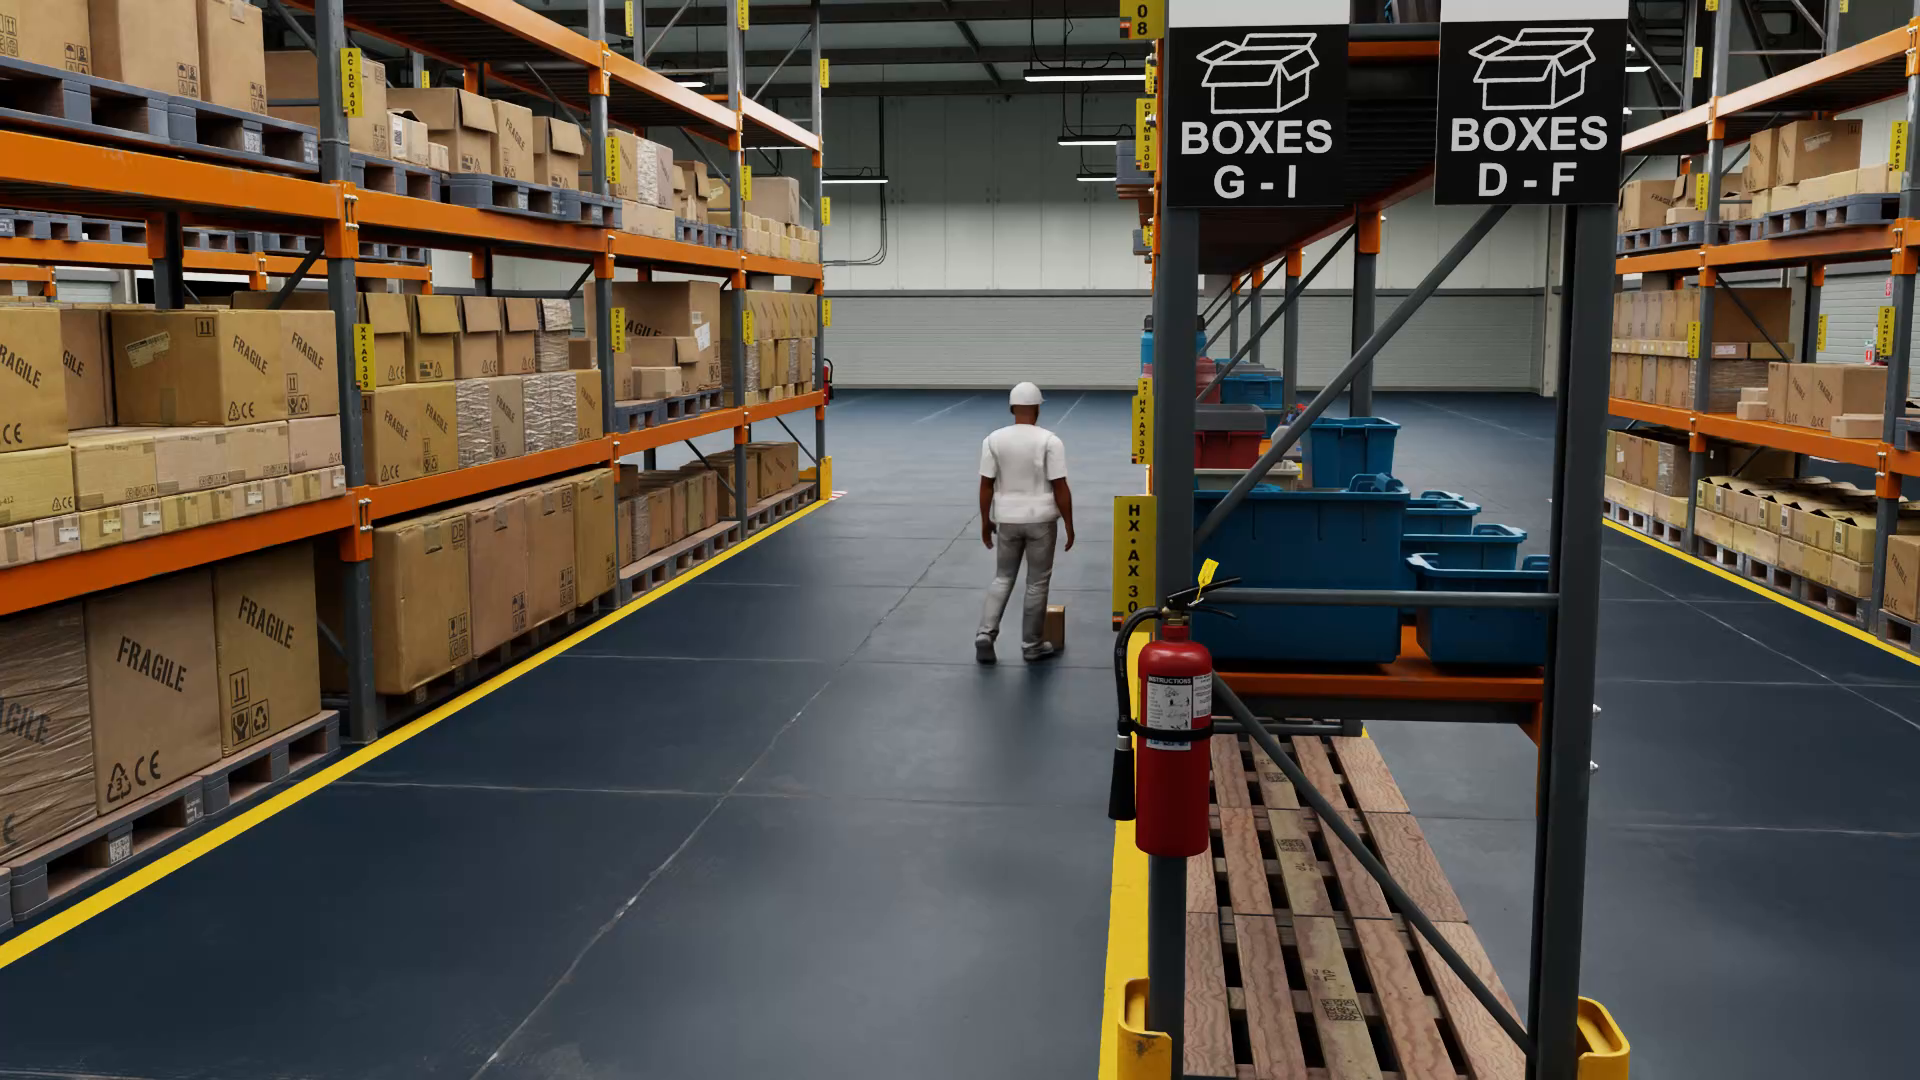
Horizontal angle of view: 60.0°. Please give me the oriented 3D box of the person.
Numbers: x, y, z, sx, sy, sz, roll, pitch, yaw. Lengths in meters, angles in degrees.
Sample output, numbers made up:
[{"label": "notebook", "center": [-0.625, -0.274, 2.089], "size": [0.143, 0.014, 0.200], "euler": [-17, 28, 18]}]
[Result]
[{"label": "person", "center": [0.432, -0.100, 10.527], "size": [0.600, 1.791, 0.525], "euler": [3, 8, 23]}]
